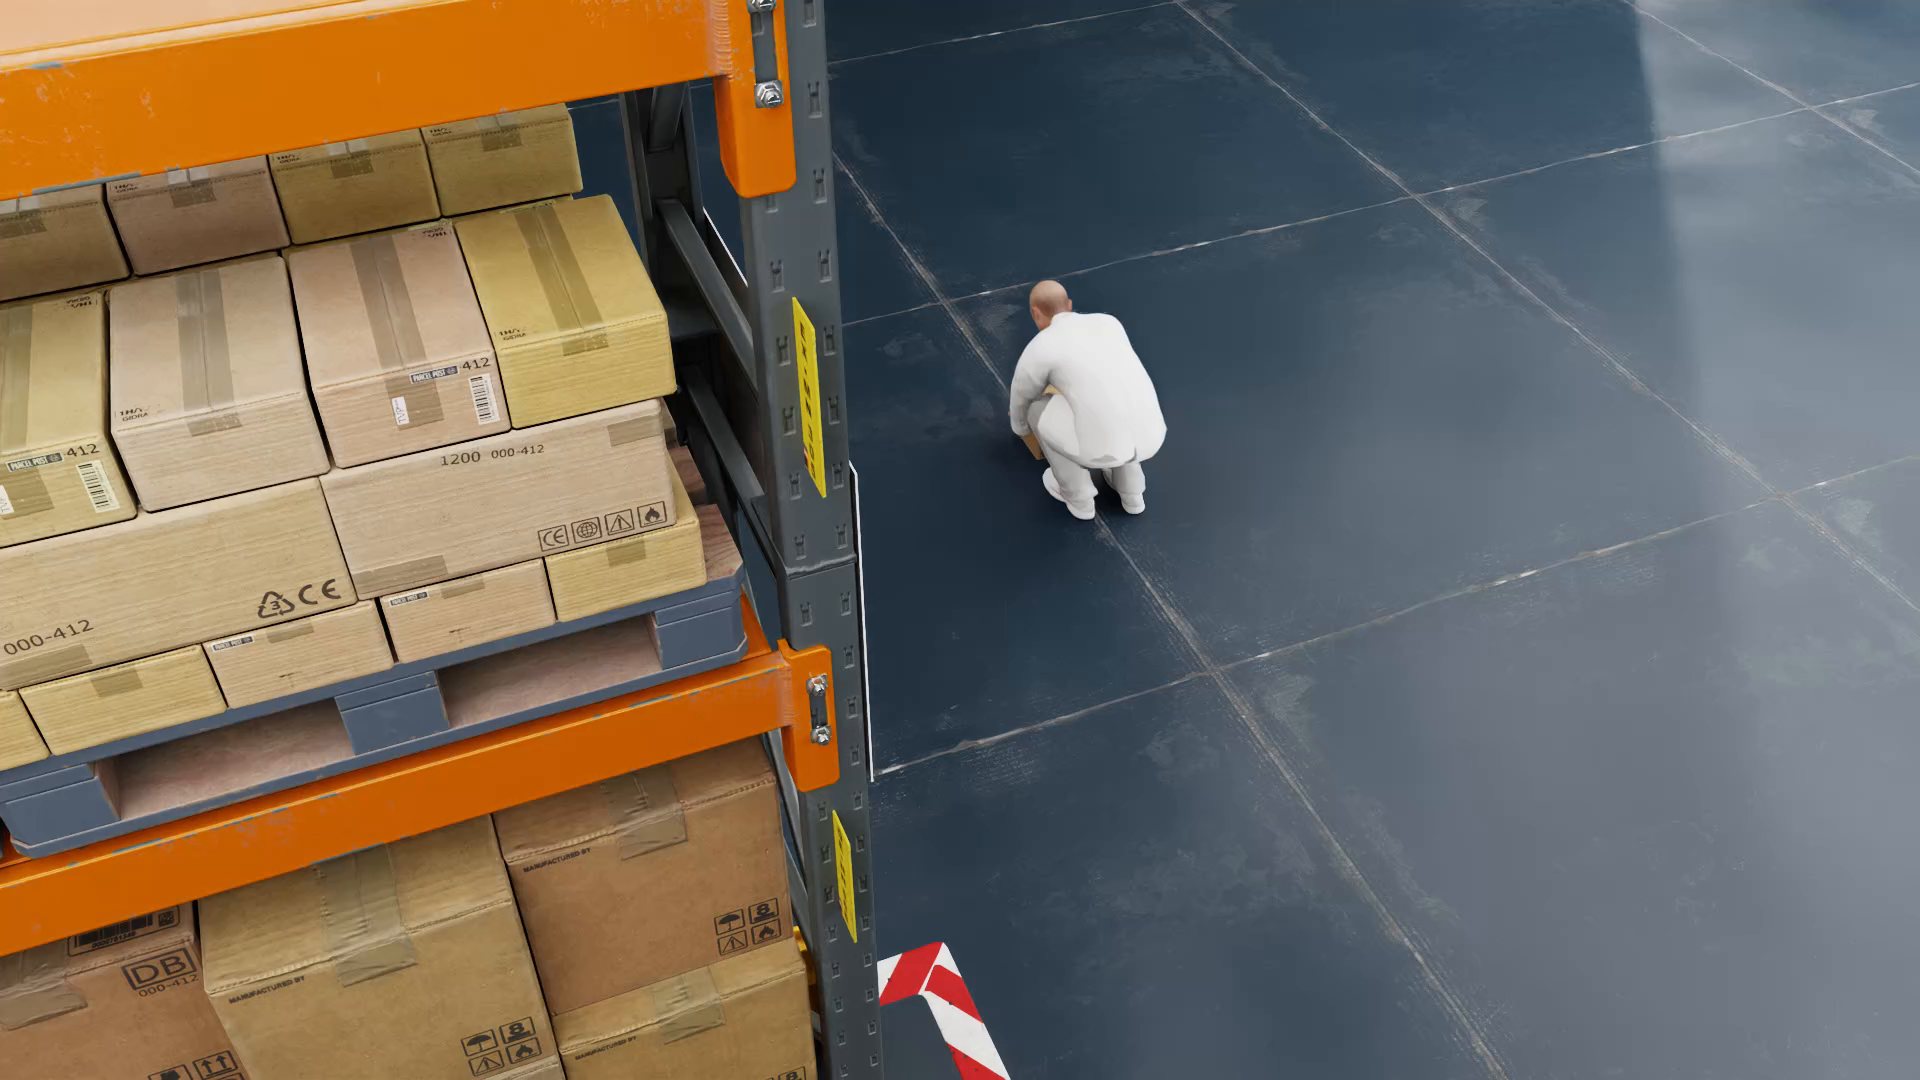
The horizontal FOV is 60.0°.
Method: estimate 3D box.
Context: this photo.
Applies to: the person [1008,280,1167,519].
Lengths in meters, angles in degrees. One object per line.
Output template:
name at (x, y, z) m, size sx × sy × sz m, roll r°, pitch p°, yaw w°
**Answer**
person at (0.568, -0.616, 7.518) m, size 0.611 × 0.932 × 0.895 m, roll -15°, pitch 43°, yaw -17°
